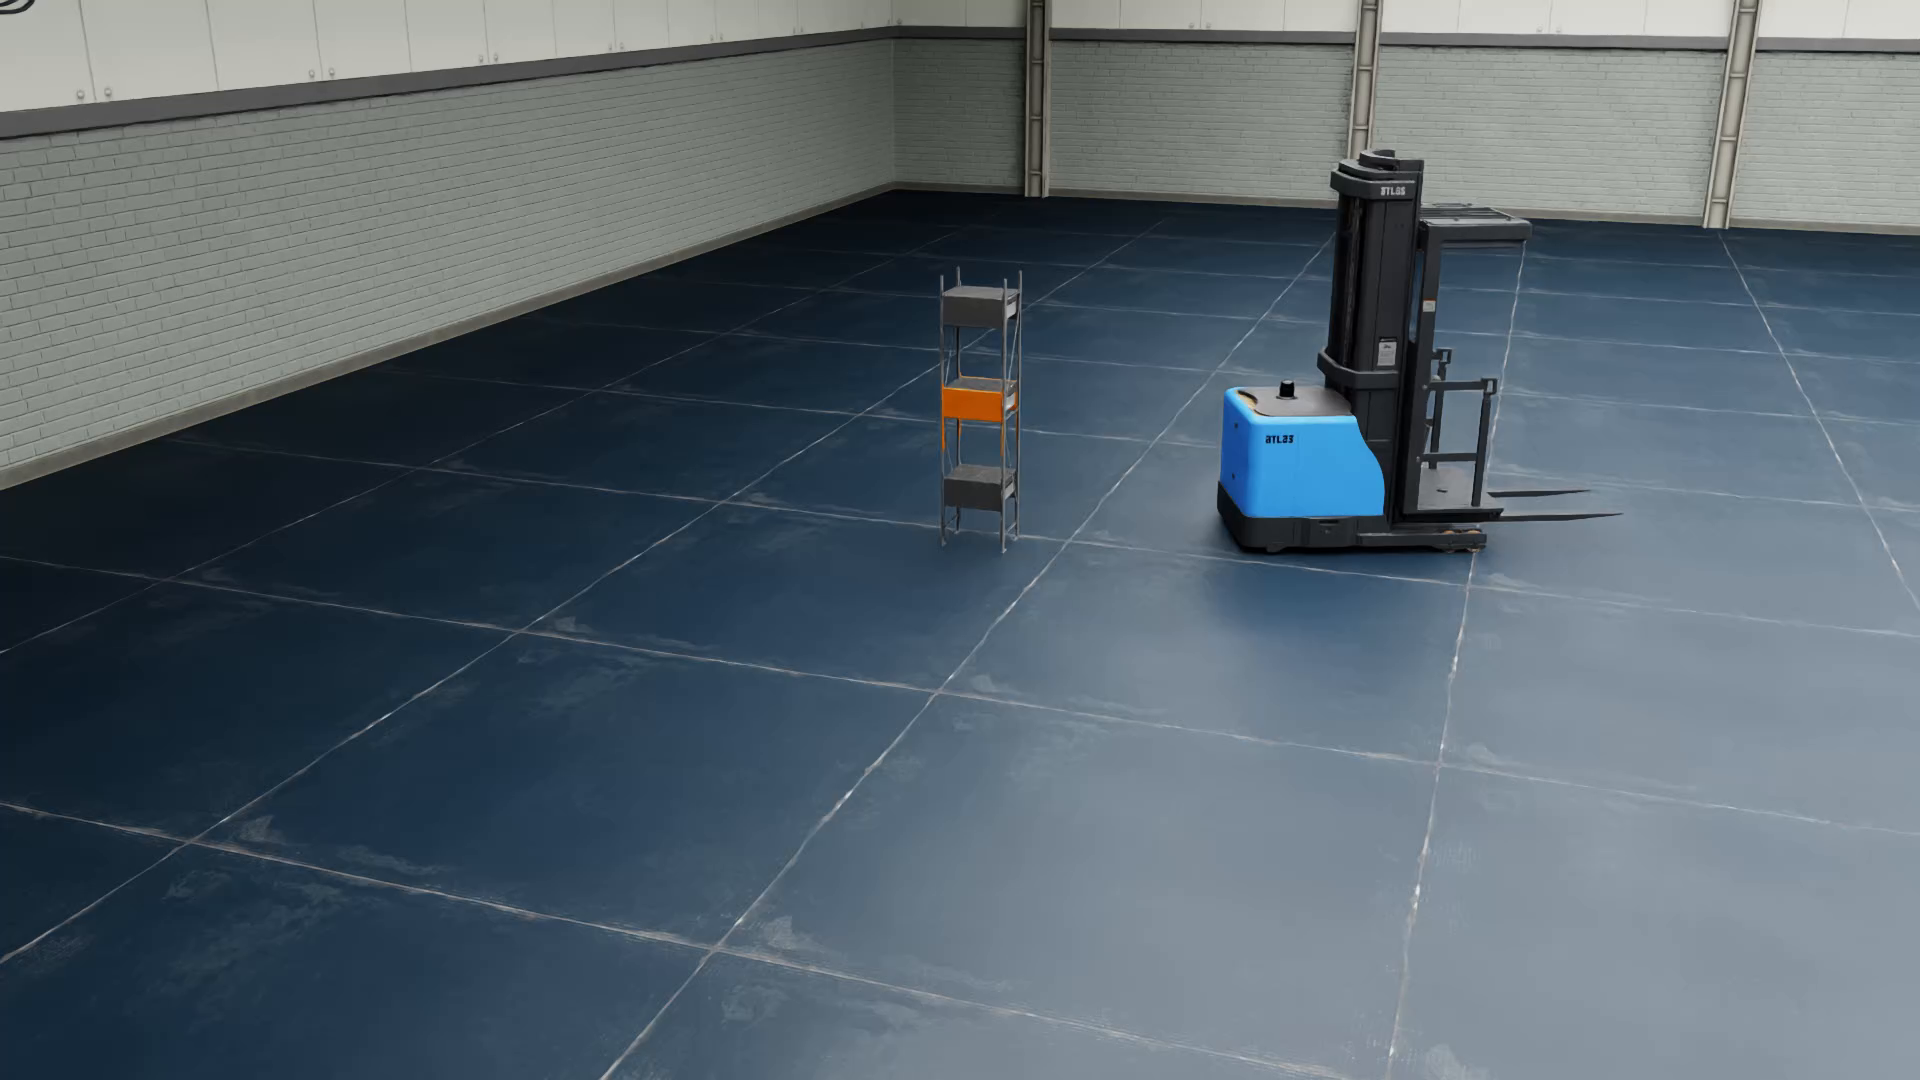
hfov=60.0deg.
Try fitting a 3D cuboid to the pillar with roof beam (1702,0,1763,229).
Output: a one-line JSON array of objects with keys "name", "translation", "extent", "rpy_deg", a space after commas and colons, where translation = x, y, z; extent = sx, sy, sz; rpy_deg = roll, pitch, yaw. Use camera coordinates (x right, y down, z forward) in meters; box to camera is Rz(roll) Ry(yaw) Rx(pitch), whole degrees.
[{"name": "pillar with roof beam", "translation": [11.396, -8.217, 22.894], "extent": [0.400, 9.000, 9.100], "rpy_deg": [7, 20, 18]}]

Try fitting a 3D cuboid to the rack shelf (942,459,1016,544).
[{"name": "rack shelf", "translation": [0.156, -0.300, 12.830], "extent": [0.480, 0.518, 0.431], "rpy_deg": [7, 20, 18]}]

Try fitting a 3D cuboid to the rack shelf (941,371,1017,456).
[{"name": "rack shelf", "translation": [0.156, -0.961, 12.600], "extent": [0.480, 0.518, 0.431], "rpy_deg": [7, 20, 18]}]

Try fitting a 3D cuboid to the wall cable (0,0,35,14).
[{"name": "wall cable", "translation": [-8.082, -6.343, 12.351], "extent": [0.169, 6.003, 2.305], "rpy_deg": [7, 20, 18]}]

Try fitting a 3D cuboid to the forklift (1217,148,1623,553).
[{"name": "forklift", "translation": [3.623, -1.460, 12.727], "extent": [3.031, 2.935, 1.130], "rpy_deg": [-1, 19, -3]}]

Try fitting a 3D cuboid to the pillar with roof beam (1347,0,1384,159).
[{"name": "pillar with roof beam", "translation": [5.728, -8.865, 24.753], "extent": [0.400, 9.000, 9.100], "rpy_deg": [7, 20, 18]}]

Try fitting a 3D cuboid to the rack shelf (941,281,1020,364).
[{"name": "rack shelf", "translation": [0.156, -1.622, 12.369], "extent": [0.480, 0.518, 0.431], "rpy_deg": [7, 20, 18]}]

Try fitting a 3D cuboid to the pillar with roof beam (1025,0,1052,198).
[{"name": "pillar with roof beam", "translation": [0.061, -9.513, 26.612], "extent": [0.400, 9.000, 9.100], "rpy_deg": [7, 20, 18]}]

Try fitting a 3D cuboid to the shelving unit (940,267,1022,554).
[{"name": "shelving unit", "translation": [0.156, -0.974, 12.595], "extent": [0.503, 2.100, 0.431], "rpy_deg": [7, 20, 18]}]

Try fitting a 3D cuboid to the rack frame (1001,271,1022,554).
[{"name": "rack frame", "translation": [0.387, -0.947, 12.520], "extent": [0.015, 2.100, 0.400], "rpy_deg": [7, 20, 18]}]

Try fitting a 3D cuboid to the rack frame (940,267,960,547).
[{"name": "rack frame", "translation": [-0.074, -1.000, 12.671], "extent": [0.015, 2.100, 0.400], "rpy_deg": [7, 20, 18]}]
